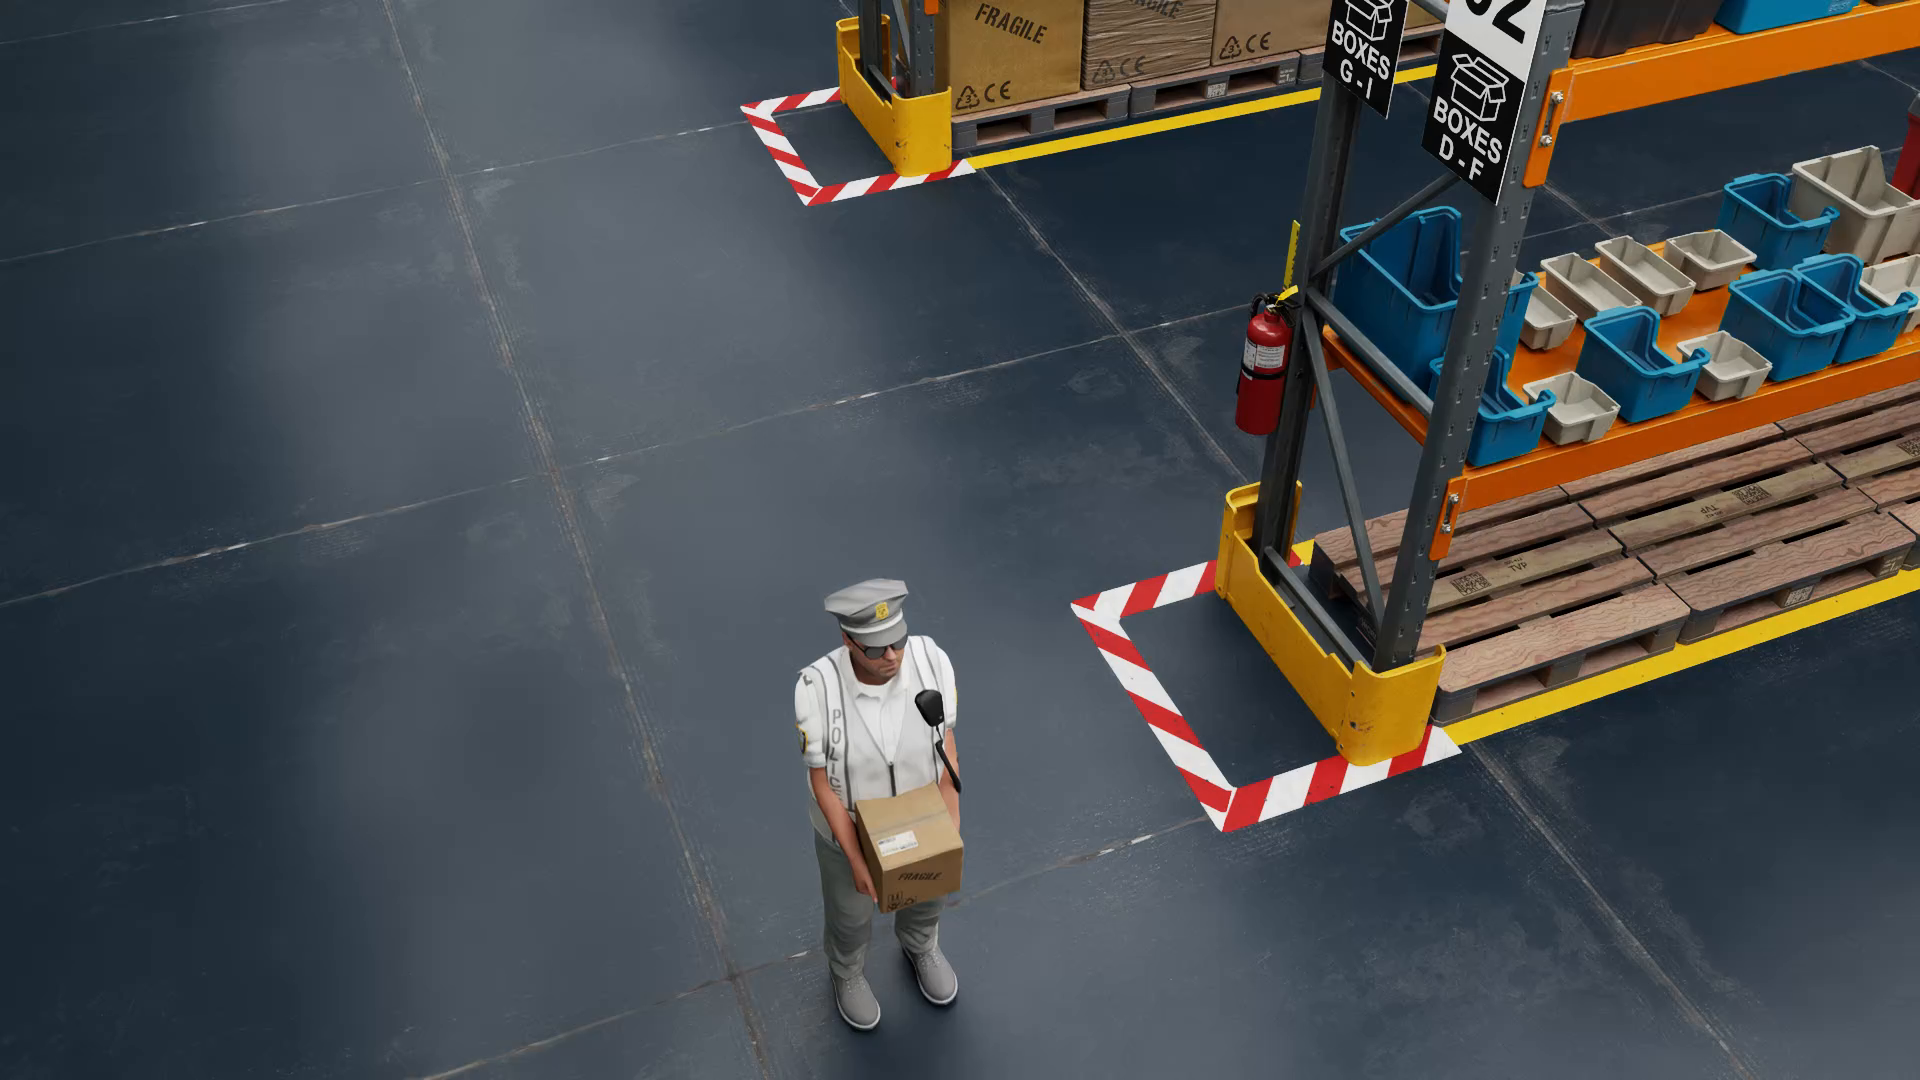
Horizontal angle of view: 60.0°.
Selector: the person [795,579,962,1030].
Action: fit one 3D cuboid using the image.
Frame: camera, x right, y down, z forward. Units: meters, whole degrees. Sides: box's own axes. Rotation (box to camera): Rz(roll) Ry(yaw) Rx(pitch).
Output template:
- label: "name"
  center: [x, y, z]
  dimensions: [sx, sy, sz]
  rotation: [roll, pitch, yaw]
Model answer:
- label: "person"
  center: [-0.209, 0.882, 5.147]
  dimensions: [0.494, 1.761, 0.564]
  rotation: [-15, 44, -16]
